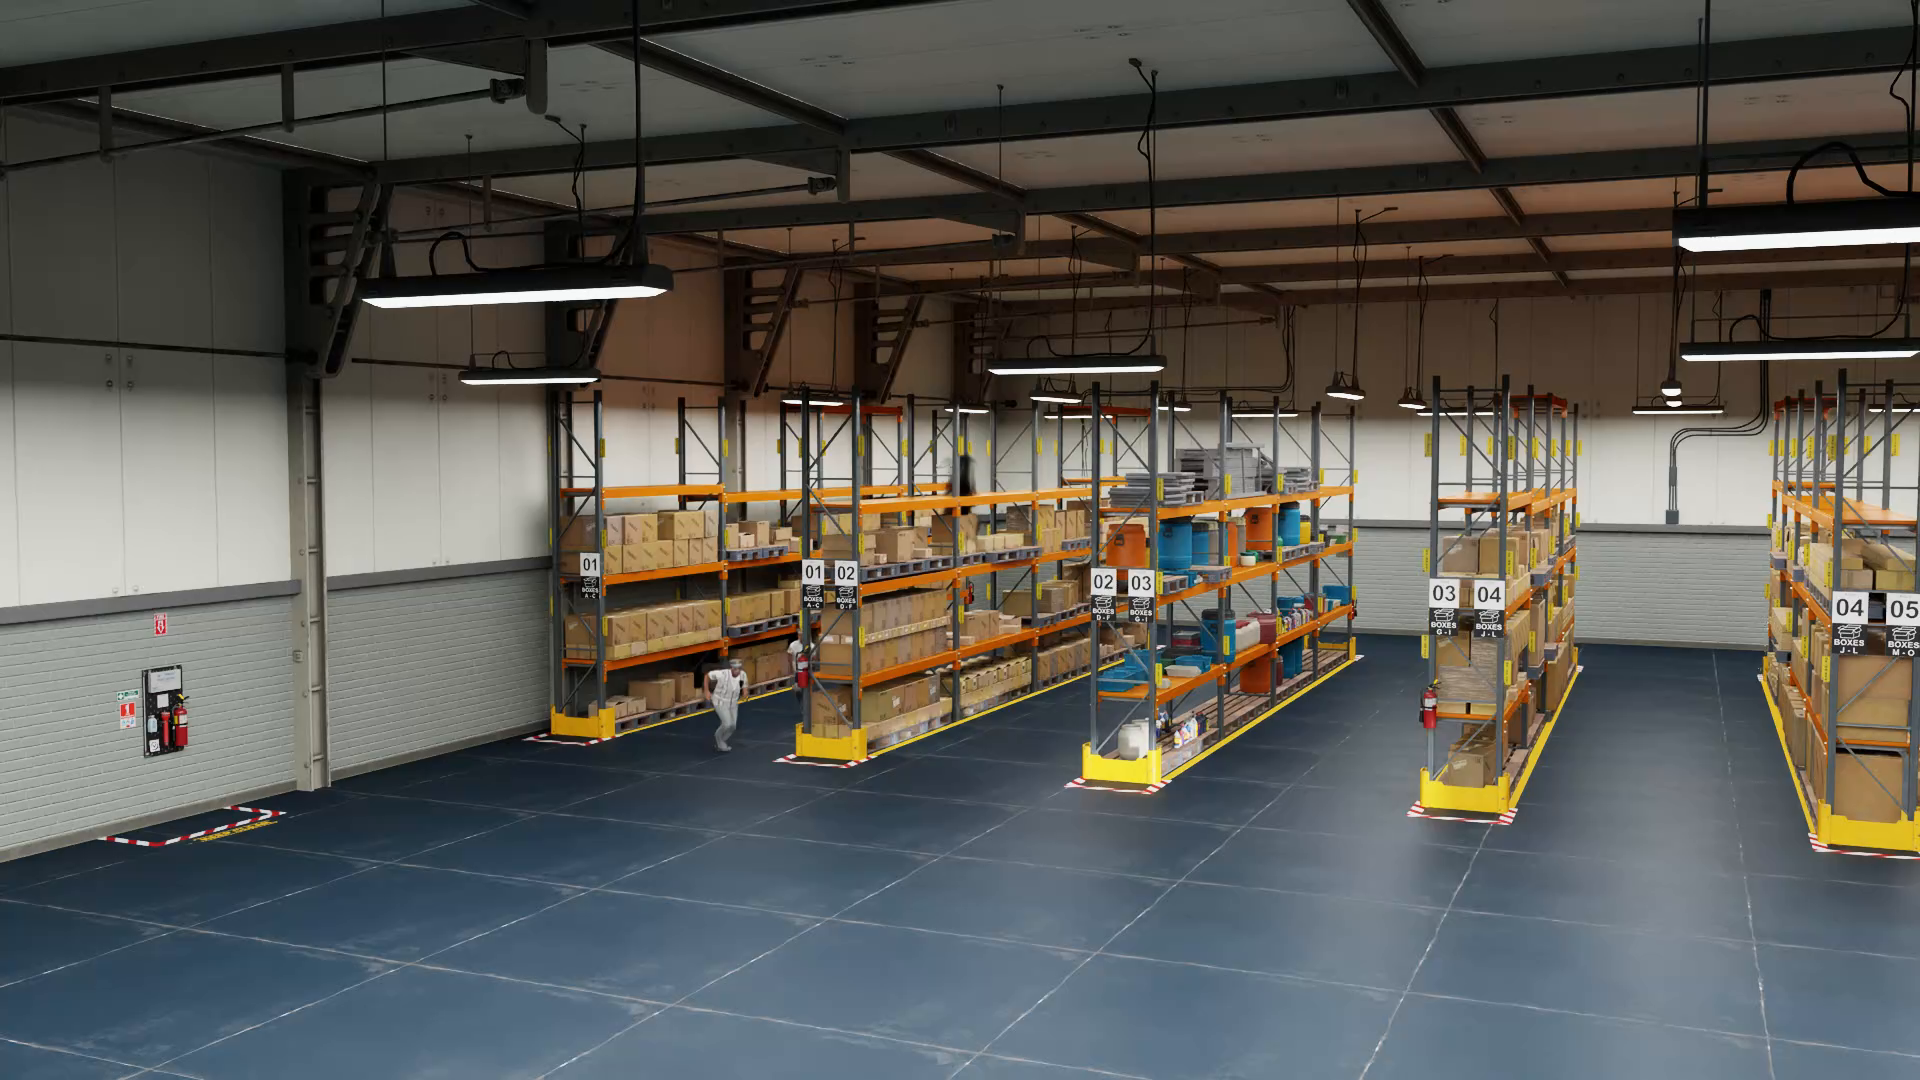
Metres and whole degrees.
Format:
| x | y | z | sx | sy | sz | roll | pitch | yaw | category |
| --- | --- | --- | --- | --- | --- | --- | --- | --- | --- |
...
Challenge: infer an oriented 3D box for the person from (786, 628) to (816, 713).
| x | y | z | sx | sy | sz | roll | pitch | yaw | category |
| --- | --- | --- | --- | --- | --- | --- | --- | --- | --- |
| -2.993 | 2.453 | 31.199 | 0.582 | 1.639 | 0.661 | 0 | 3 | 2 | person |

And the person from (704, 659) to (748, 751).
| x | y | z | sx | sy | sz | roll | pitch | yaw | category |
| --- | --- | --- | --- | --- | --- | --- | --- | --- | --- |
| -3.826 | 2.706 | 27.206 | 0.698 | 1.571 | 0.933 | -2 | 4 | -36 | person |

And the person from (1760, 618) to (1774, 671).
| x | y | z | sx | sy | sz | roll | pitch | yaw | category |
| --- | --- | --- | --- | --- | --- | --- | --- | --- | --- |
| 18.328 | 2.047 | 37.191 | 0.940 | 1.762 | 0.669 | -1 | 3 | -15 | person |
